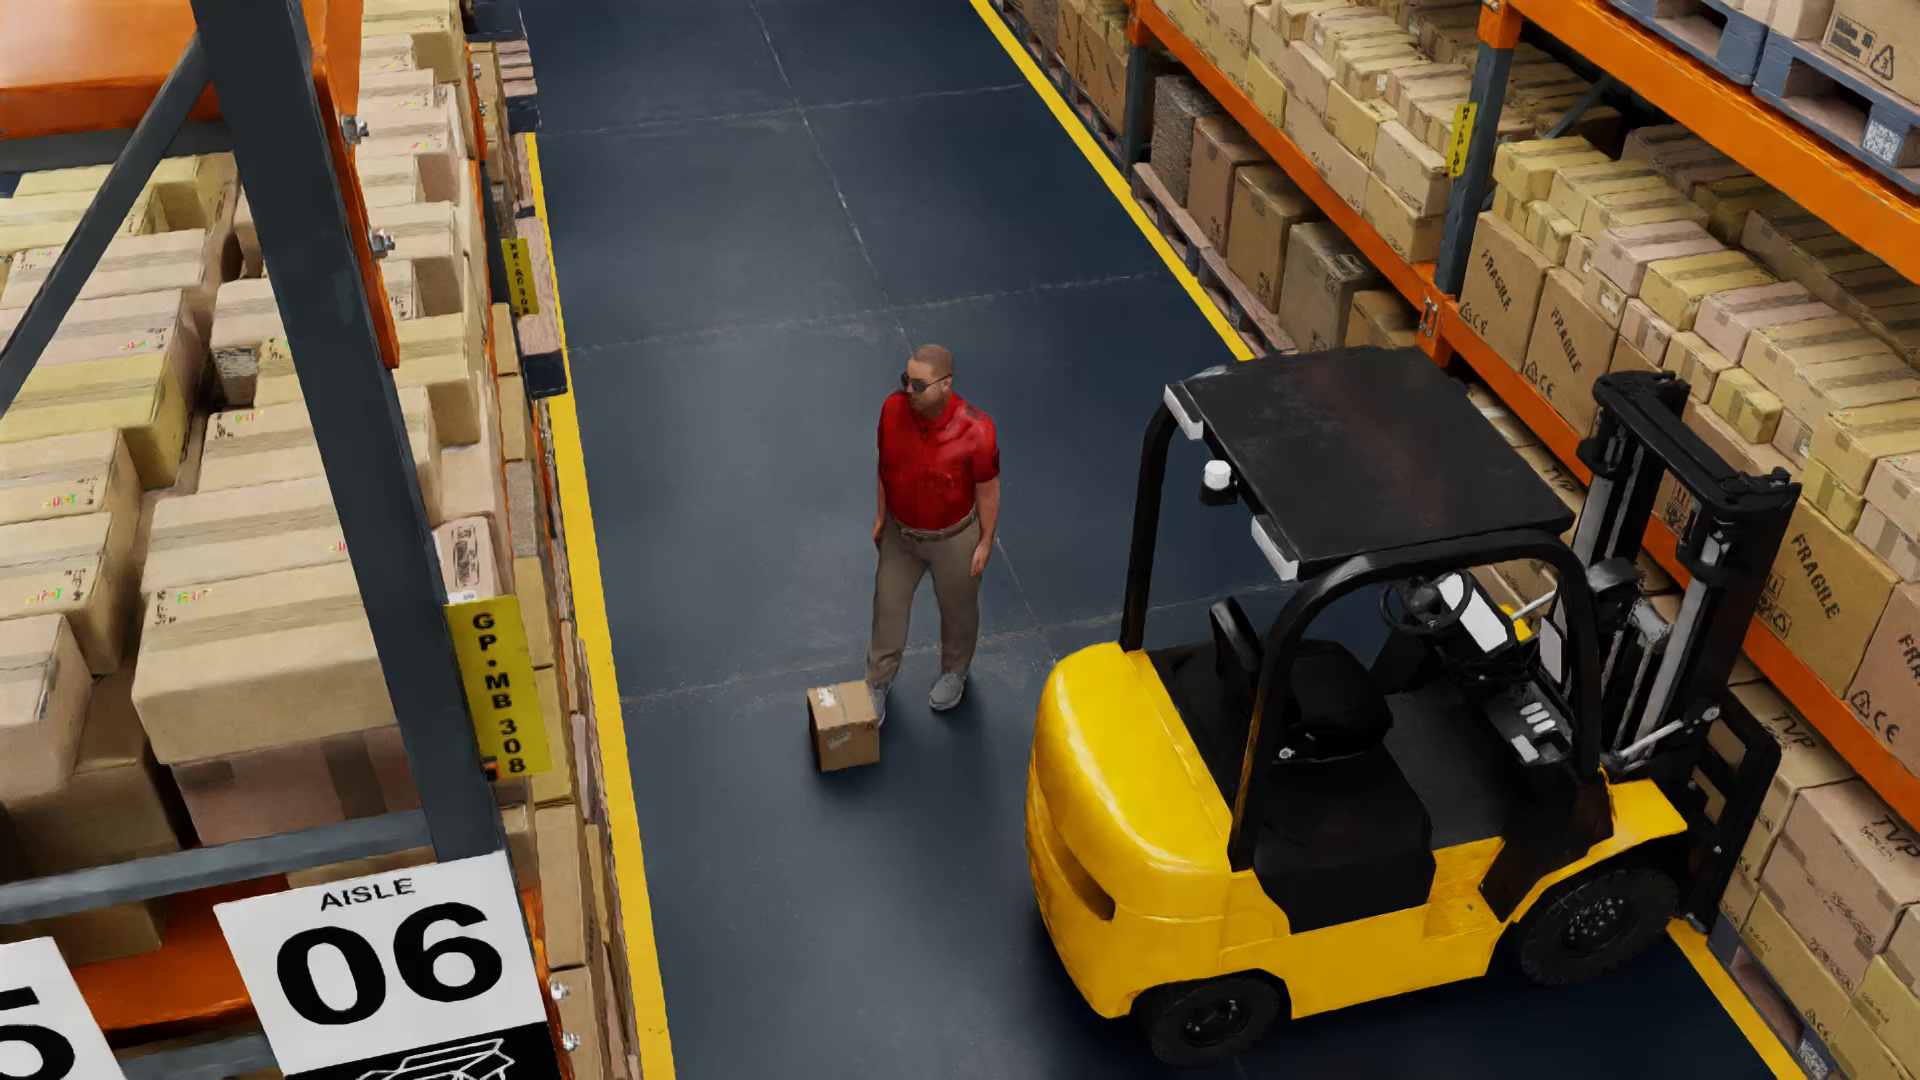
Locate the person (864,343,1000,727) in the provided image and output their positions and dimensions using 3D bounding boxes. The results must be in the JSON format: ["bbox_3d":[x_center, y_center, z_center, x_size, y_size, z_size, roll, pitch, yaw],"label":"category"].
[{"bbox_3d":[-0.155,0.019,6.694,0.543,1.736,0.568,18,41,22],"label":"person"}]
